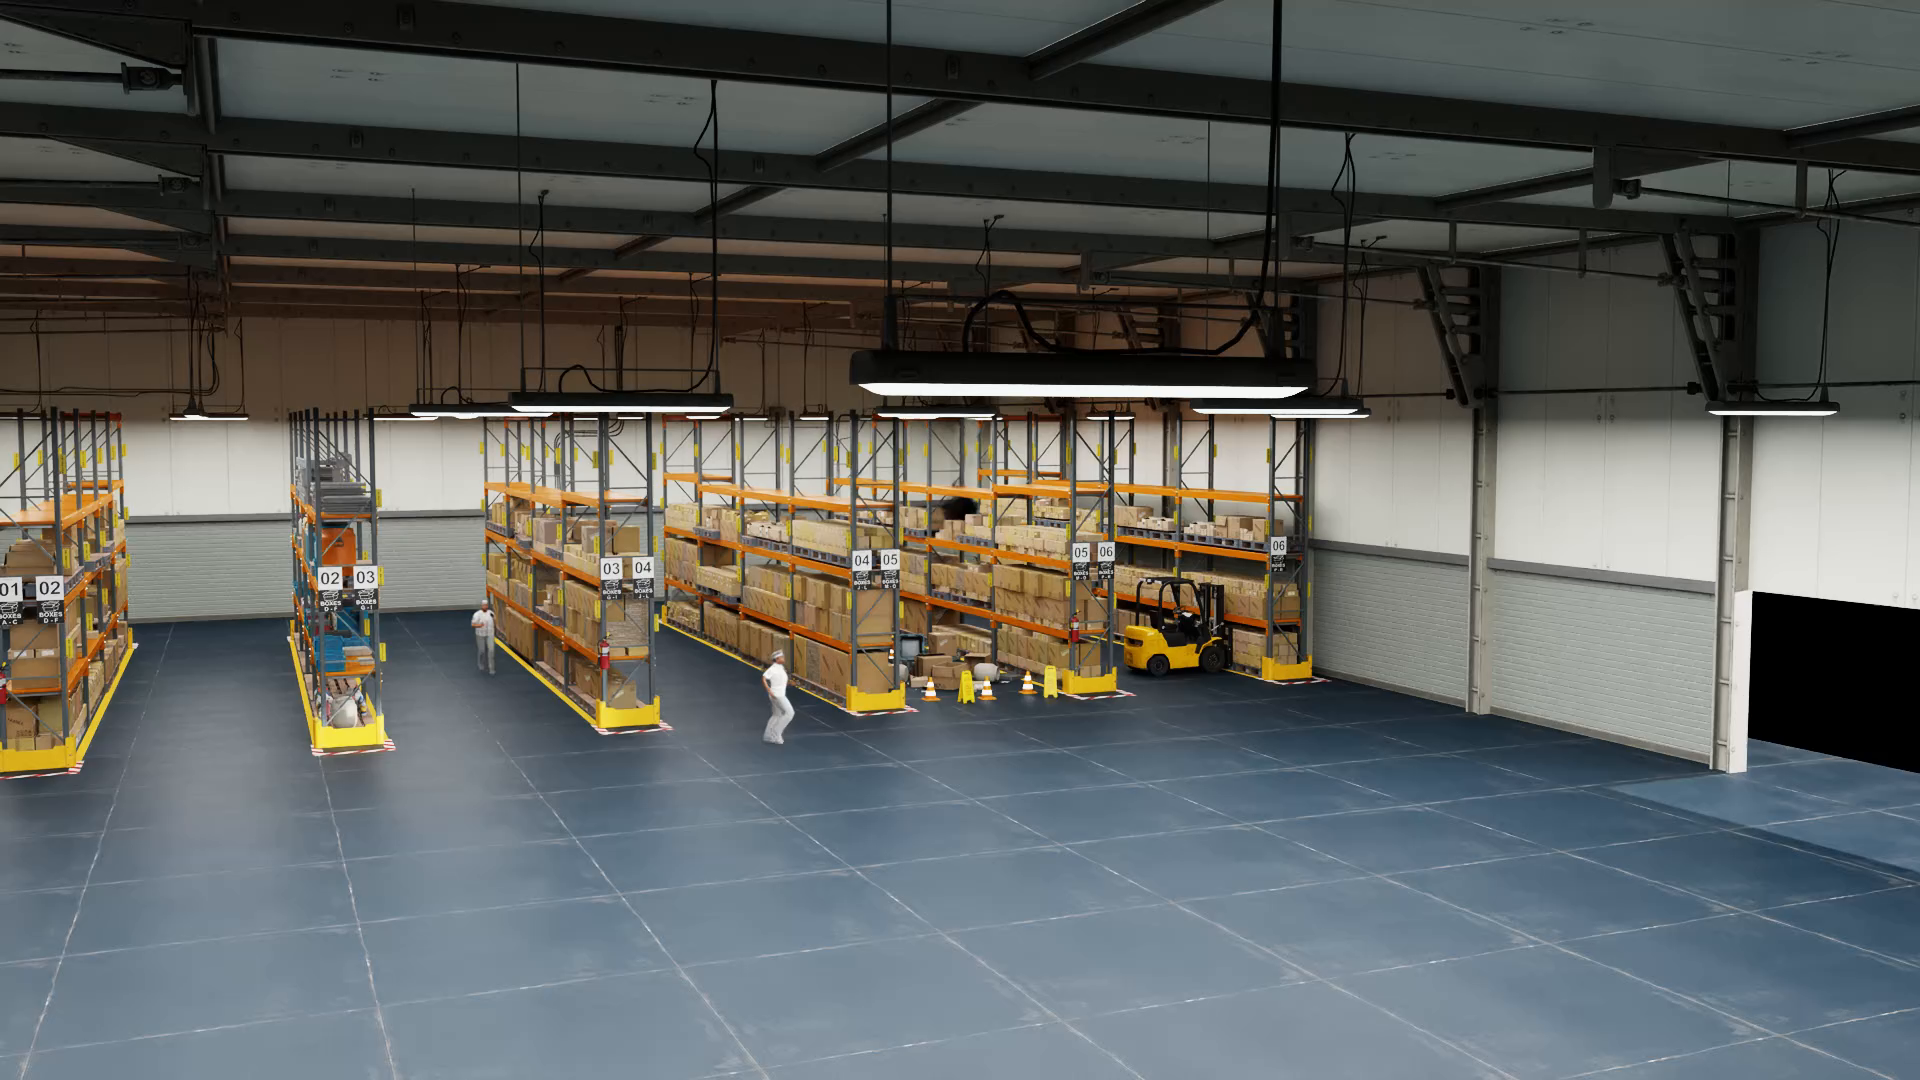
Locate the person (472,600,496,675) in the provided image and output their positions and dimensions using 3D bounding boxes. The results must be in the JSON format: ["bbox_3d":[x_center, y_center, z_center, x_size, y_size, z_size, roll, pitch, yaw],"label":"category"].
[{"bbox_3d":[-10.882,2.211,38.092,0.604,1.688,0.893,-2,4,-27],"label":"person"}]

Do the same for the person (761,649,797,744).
[{"bbox_3d":[-3.218,2.802,29.741,0.628,1.678,0.559,0,4,1],"label":"person"}]

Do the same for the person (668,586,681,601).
[{"bbox_3d":[-8.414,1.450,49.036,0.618,1.668,0.646,-2,5,-31],"label":"person"}]
